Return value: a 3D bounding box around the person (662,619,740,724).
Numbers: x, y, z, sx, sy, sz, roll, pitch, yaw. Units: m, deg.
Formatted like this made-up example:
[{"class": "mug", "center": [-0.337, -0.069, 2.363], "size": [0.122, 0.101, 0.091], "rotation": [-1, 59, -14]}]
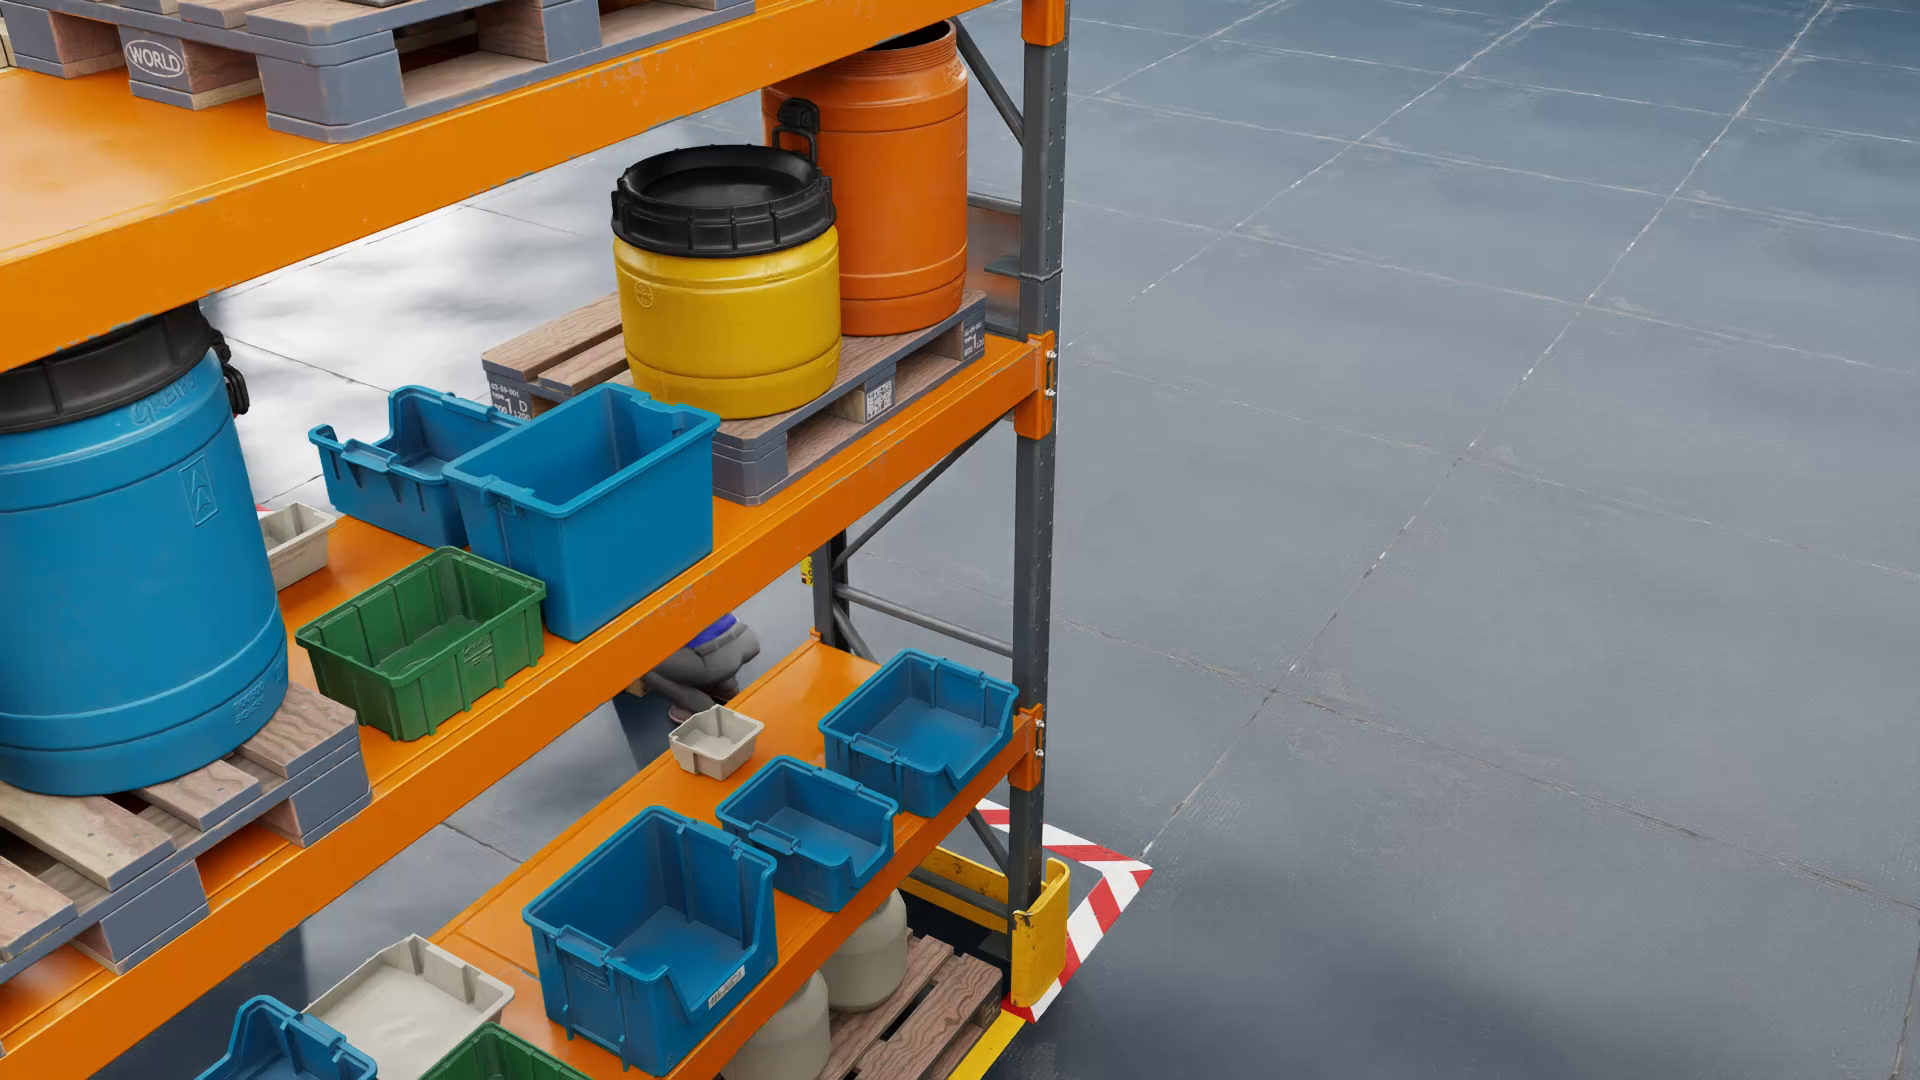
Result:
[{"class": "person", "center": [-1.430, 0.366, 8.209], "size": [0.877, 1.010, 0.426], "rotation": [16, 34, 25]}]
